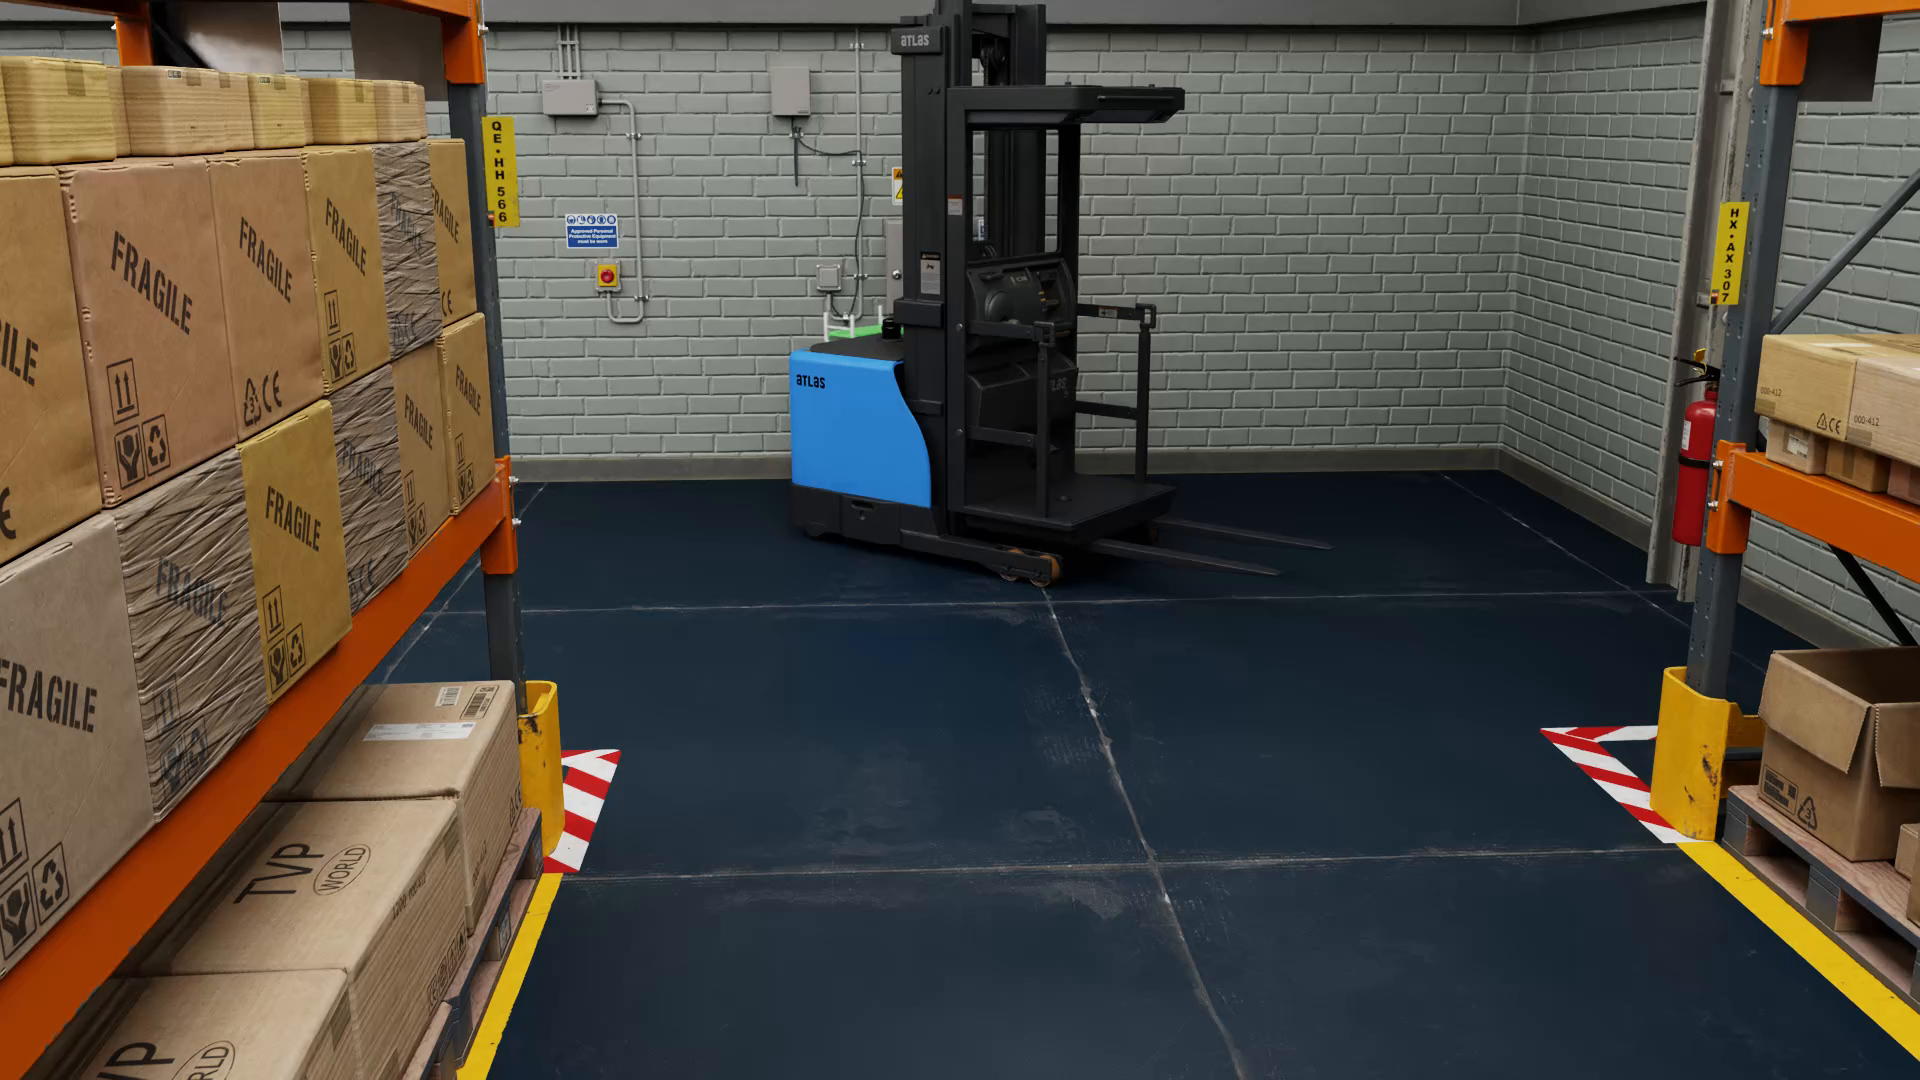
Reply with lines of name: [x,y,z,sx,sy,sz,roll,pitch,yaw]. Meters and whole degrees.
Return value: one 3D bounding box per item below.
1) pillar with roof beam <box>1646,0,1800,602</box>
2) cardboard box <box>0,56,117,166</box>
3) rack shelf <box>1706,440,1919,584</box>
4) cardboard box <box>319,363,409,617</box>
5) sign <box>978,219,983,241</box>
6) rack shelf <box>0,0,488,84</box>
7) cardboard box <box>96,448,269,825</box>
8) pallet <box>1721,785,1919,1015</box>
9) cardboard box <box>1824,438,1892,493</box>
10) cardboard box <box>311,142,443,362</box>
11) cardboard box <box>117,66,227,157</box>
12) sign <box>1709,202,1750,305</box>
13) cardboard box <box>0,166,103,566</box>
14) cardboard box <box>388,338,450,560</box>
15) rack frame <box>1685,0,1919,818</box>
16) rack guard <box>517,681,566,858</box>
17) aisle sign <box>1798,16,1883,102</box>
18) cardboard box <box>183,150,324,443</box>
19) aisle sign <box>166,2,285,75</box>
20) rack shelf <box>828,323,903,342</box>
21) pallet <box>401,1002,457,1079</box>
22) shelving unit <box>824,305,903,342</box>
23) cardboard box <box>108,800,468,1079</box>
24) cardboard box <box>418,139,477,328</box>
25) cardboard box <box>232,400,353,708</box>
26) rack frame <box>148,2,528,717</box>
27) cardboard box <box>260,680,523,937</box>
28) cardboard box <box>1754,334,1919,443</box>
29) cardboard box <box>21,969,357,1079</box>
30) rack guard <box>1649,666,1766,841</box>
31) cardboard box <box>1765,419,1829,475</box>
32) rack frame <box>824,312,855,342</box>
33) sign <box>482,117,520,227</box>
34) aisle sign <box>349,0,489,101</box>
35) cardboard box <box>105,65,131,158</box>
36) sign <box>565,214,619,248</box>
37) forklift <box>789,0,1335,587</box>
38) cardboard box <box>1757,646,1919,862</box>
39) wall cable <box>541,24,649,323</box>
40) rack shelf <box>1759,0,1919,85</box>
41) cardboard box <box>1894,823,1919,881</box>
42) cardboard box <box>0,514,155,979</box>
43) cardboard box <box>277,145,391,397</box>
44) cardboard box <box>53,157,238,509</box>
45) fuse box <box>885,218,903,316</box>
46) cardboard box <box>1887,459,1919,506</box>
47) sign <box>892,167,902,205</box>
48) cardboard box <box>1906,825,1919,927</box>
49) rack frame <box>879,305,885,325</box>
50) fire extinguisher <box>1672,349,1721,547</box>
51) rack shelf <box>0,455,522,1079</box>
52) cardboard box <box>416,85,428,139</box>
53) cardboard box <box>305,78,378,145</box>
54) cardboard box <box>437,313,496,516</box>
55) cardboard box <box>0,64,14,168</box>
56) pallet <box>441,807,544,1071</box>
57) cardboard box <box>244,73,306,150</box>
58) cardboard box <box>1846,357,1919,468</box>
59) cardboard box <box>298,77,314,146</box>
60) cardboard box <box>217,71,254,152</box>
pillar with roof beam: [-0.545,-4.033,7.143,9.100,9.000,0.400,-1,14,-3]
cardboard box: [-1.479,-0.623,2.417,0.380,0.149,0.250,-1,14,-5]
rack shelf: [3.143,0.336,3.645,1.077,0.370,4.000,-1,14,-3]
cardboard box: [-1.583,-0.112,3.742,0.500,0.500,0.500,0,14,-2]
sign: [0.279,-1.844,10.863,0.329,0.494,0.001,-1,14,-3]
rack shelf: [-1.811,-1.039,2.970,1.077,0.370,4.000,-1,14,-3]
cardboard box: [-1.506,0.144,2.745,0.500,0.500,0.500,-1,14,-3]
pallet: [3.074,1.058,4.992,1.003,0.211,1.213,-1,14,-3]
cardboard box: [2.828,-0.240,4.943,0.380,0.149,0.250,-1,14,-2]
cardboard box: [-1.605,-0.719,4.095,0.500,0.500,0.500,-1,14,-3]
cardboard box: [-1.523,-0.746,2.897,0.380,0.149,0.250,-1,14,-3]
sign: [2.478,-0.921,5.348,0.100,0.325,0.005,-1,14,-3]
cardboard box: [-1.500,-0.218,2.147,0.500,0.500,0.500,-1,14,-4]
cardboard box: [-1.624,-0.240,4.238,0.500,0.500,0.500,-1,14,-5]
rack frame: [3.019,-0.510,5.489,1.000,3.000,0.127,-1,14,-3]
rack guard: [-1.936,0.772,5.522,1.175,0.500,0.348,-1,14,-3]
aisle sign: [2.722,-1.781,5.213,0.394,0.787,0.004,-1,14,-3]
cardboard box: [-1.549,-0.471,3.131,0.500,0.500,0.500,-1,14,-4]
aisle sign: [-2.228,-1.705,4.916,0.394,0.787,0.004,-1,14,-3]
rack shelf: [-0.570,-1.227,10.214,0.258,0.148,0.480,11,18,38]
pallet: [-1.734,1.418,3.590,1.003,0.211,1.213,-1,14,-3]
shelving unit: [-0.568,-0.823,10.316,0.258,1.200,0.503,11,18,38]
cardboard box: [-1.729,0.995,3.938,0.875,0.438,0.875,0,14,-2]
cardboard box: [-1.667,-0.849,4.599,0.500,0.500,0.500,0,14,-2]
cardboard box: [-1.538,0.016,3.243,0.500,0.500,0.500,0,14,-2]
rack frame: [-1.935,-0.432,5.187,1.000,3.000,0.127,-1,14,-3]
cardboard box: [-1.794,0.768,4.822,0.875,0.438,0.875,-1,14,-5]
cardboard box: [2.779,-0.464,5.016,0.500,0.250,0.500,-1,14,-3]
cardboard box: [-1.675,1.219,3.066,0.875,0.438,0.875,-1,14,-5]
rack guard: [3.024,0.719,5.727,1.175,0.500,0.348,-1,14,-3]
cardboard box: [2.766,-0.302,5.186,0.380,0.149,0.250,-1,14,-4]
rack frame: [-0.725,-0.777,10.135,0.240,1.200,0.015,11,18,38]
sign: [-1.392,-1.113,5.033,0.100,0.325,0.005,-1,14,-3]
aisle sign: [-1.630,-1.714,4.952,0.394,0.787,0.004,-1,14,-3]
cardboard box: [-1.576,-0.684,2.655,0.380,0.149,0.250,-1,14,-4]
sign: [-2.359,-1.980,10.659,0.327,0.218,0.001,-1,14,-3]
forklift: [0.504,-1.326,8.800,3.031,2.935,1.130,10,18,35]
cardboard box: [2.963,0.649,5.151,0.797,0.503,0.637,-1,15,-6]
wall cable: [-2.307,-2.342,10.506,0.585,1.953,0.123,-1,14,-3]
rack shelf: [3.143,-1.117,3.271,1.077,0.370,4.000,-1,14,-3]
cardboard box: [2.950,0.927,4.782,0.380,0.149,0.250,-1,15,-6]
cardboard box: [-1.482,0.268,2.264,0.500,0.500,0.500,-1,14,-3]
cardboard box: [-1.578,-0.596,3.617,0.500,0.500,0.500,-1,14,-4]
cardboard box: [-1.520,-0.346,2.643,0.500,0.500,0.500,-1,14,-2]
fuse box: [-0.202,-1.207,10.782,0.539,1.711,0.414,-1,14,-3]
cardboard box: [2.879,-0.175,4.691,0.380,0.149,0.250,-1,14,-4]
sign: [-0.270,-2.281,10.715,0.339,0.242,0.001,-1,14,-3]
cardboard box: [2.977,0.864,4.322,0.700,0.500,0.500,0,14,-1]
rack frame: [-0.412,-0.870,10.498,0.240,1.200,0.015,11,18,38]
fire extinguisher: [2.549,-0.321,5.659,0.296,0.674,0.183,-1,14,-3]
rack shelf: [-1.811,0.413,3.344,1.077,0.370,4.000,-1,14,-3]
cardboard box: [-1.712,-1.193,4.635,0.380,0.149,0.250,-1,14,-3]
cardboard box: [-1.598,-1.004,3.900,0.380,0.149,0.250,-1,14,-2]
cardboard box: [-1.640,-0.365,4.724,0.500,0.500,0.500,-1,14,-3]
cardboard box: [-1.491,-0.556,2.159,0.380,0.149,0.250,-1,14,-4]
pallet: [-1.807,1.116,4.767,1.003,0.211,1.213,-1,14,-3]
cardboard box: [-1.579,-0.877,3.404,0.380,0.149,0.250,-1,14,-2]
cardboard box: [2.810,-0.339,4.528,0.500,0.250,0.500,-1,14,-3]
cardboard box: [-1.653,-0.938,3.643,0.380,0.149,0.250,-1,14,-4]
cardboard box: [-1.581,-0.811,3.150,0.380,0.149,0.250,0,14,-2]
